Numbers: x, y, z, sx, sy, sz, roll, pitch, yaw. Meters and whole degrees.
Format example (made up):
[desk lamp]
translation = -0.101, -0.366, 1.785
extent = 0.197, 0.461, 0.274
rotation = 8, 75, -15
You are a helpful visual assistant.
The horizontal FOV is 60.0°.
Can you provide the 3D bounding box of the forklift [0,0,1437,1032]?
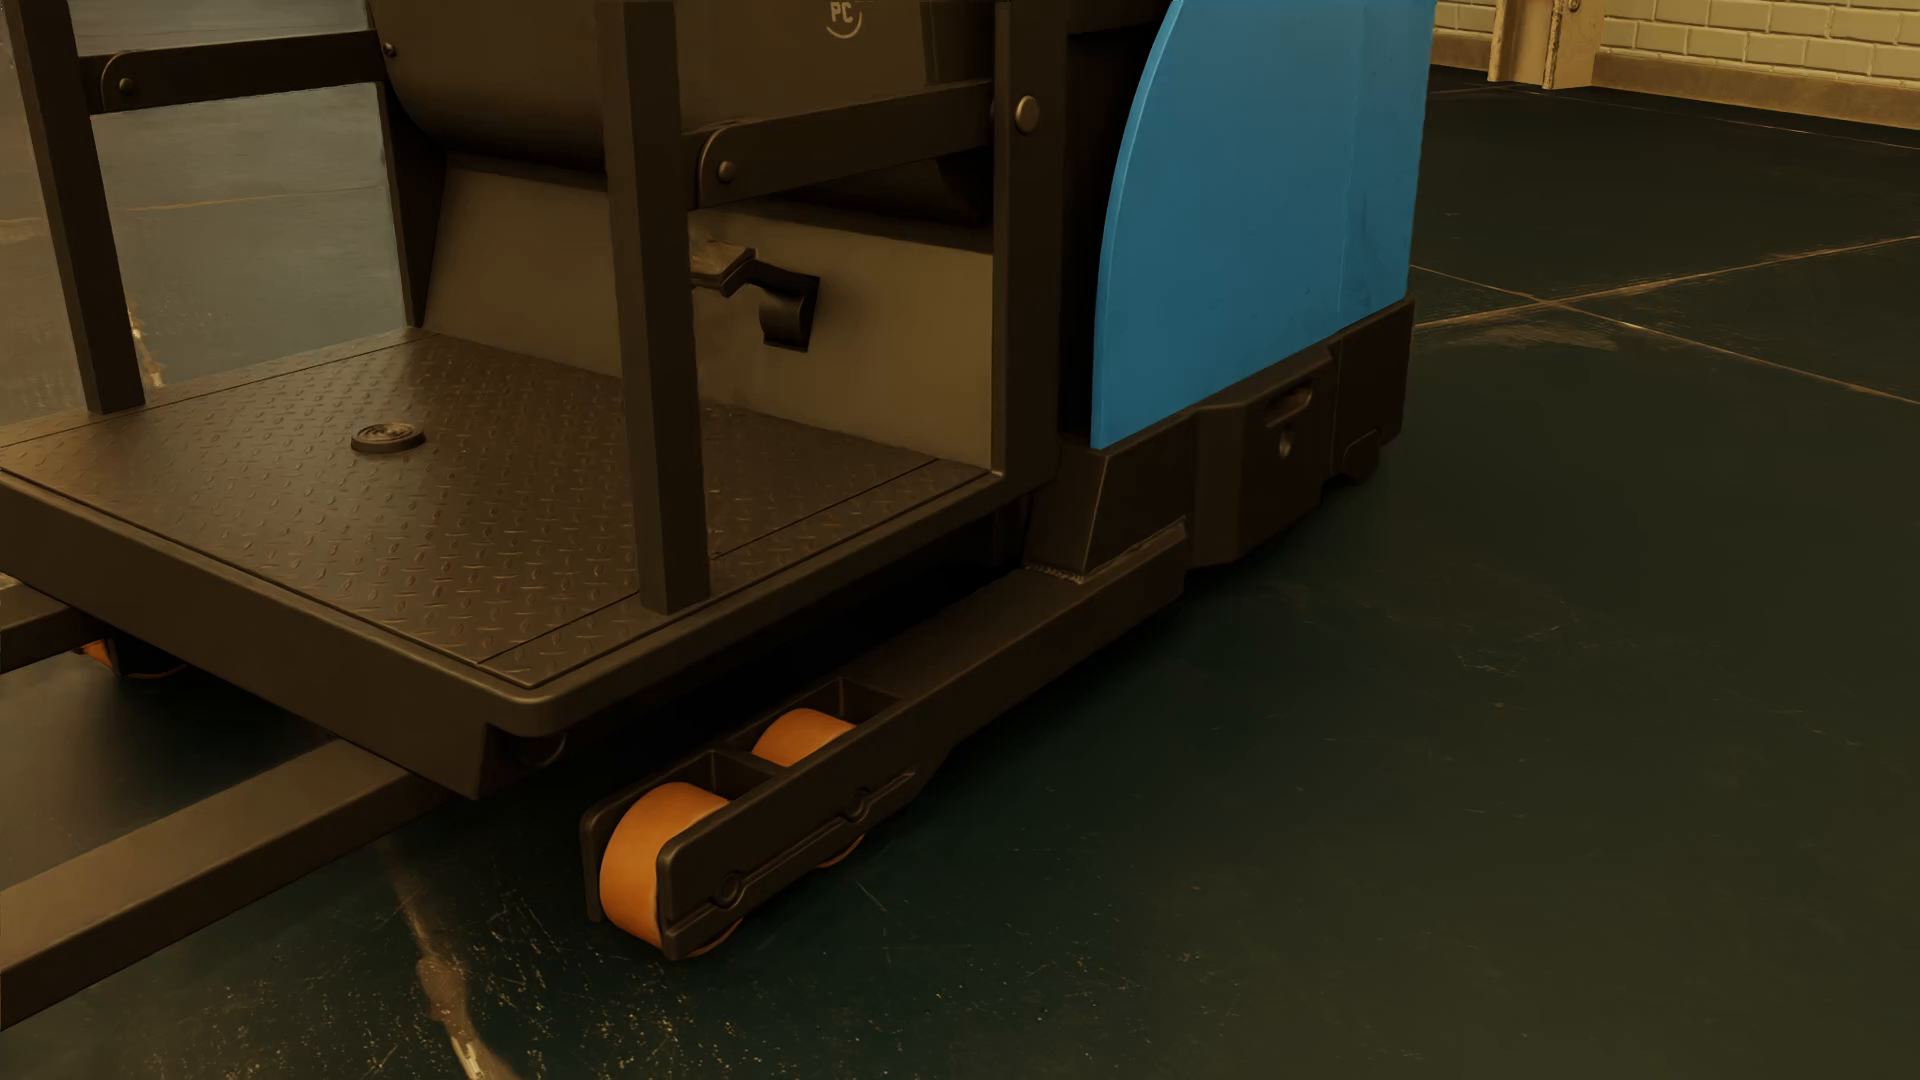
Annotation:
[forklift]
translation = -0.504, -1.157, 1.593
extent = 1.130, 2.935, 3.031
rotation = 16, 27, 33
